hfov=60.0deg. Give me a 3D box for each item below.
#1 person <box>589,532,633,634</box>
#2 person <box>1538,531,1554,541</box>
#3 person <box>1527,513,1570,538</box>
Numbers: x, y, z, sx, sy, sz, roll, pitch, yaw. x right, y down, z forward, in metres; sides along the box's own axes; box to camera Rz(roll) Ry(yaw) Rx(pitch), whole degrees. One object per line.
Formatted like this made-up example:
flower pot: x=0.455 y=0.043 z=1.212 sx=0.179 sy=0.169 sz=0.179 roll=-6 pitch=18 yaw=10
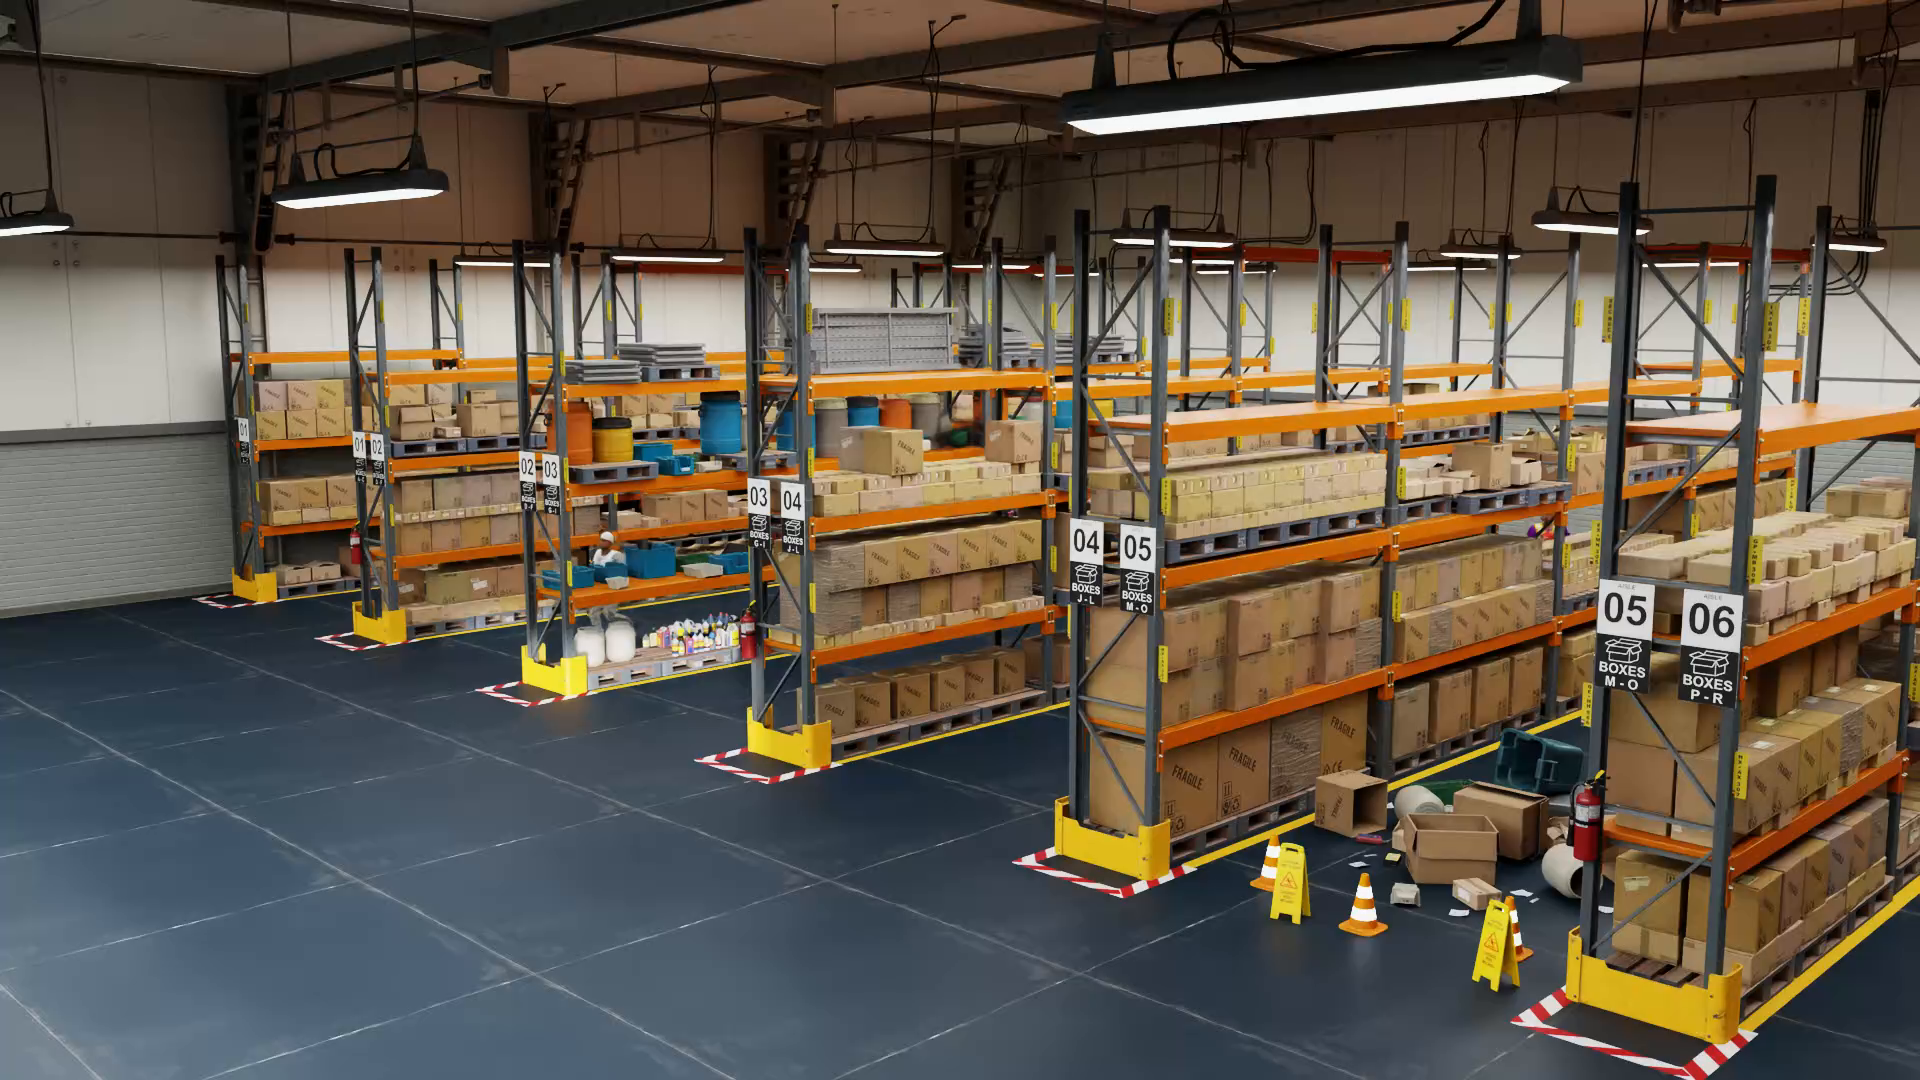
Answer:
person: x=-5.339 y=0.746 z=25.155 sx=0.695 sy=1.749 sz=0.818 roll=5 pitch=10 yaw=33
person: x=8.897 y=0.739 z=25.238 sx=0.560 sy=1.748 sz=0.656 roll=-7 pitch=10 yaw=-39
person: x=10.103 y=0.287 z=28.594 sx=0.731 sy=1.712 sz=0.643 roll=3 pitch=9 yaw=18
